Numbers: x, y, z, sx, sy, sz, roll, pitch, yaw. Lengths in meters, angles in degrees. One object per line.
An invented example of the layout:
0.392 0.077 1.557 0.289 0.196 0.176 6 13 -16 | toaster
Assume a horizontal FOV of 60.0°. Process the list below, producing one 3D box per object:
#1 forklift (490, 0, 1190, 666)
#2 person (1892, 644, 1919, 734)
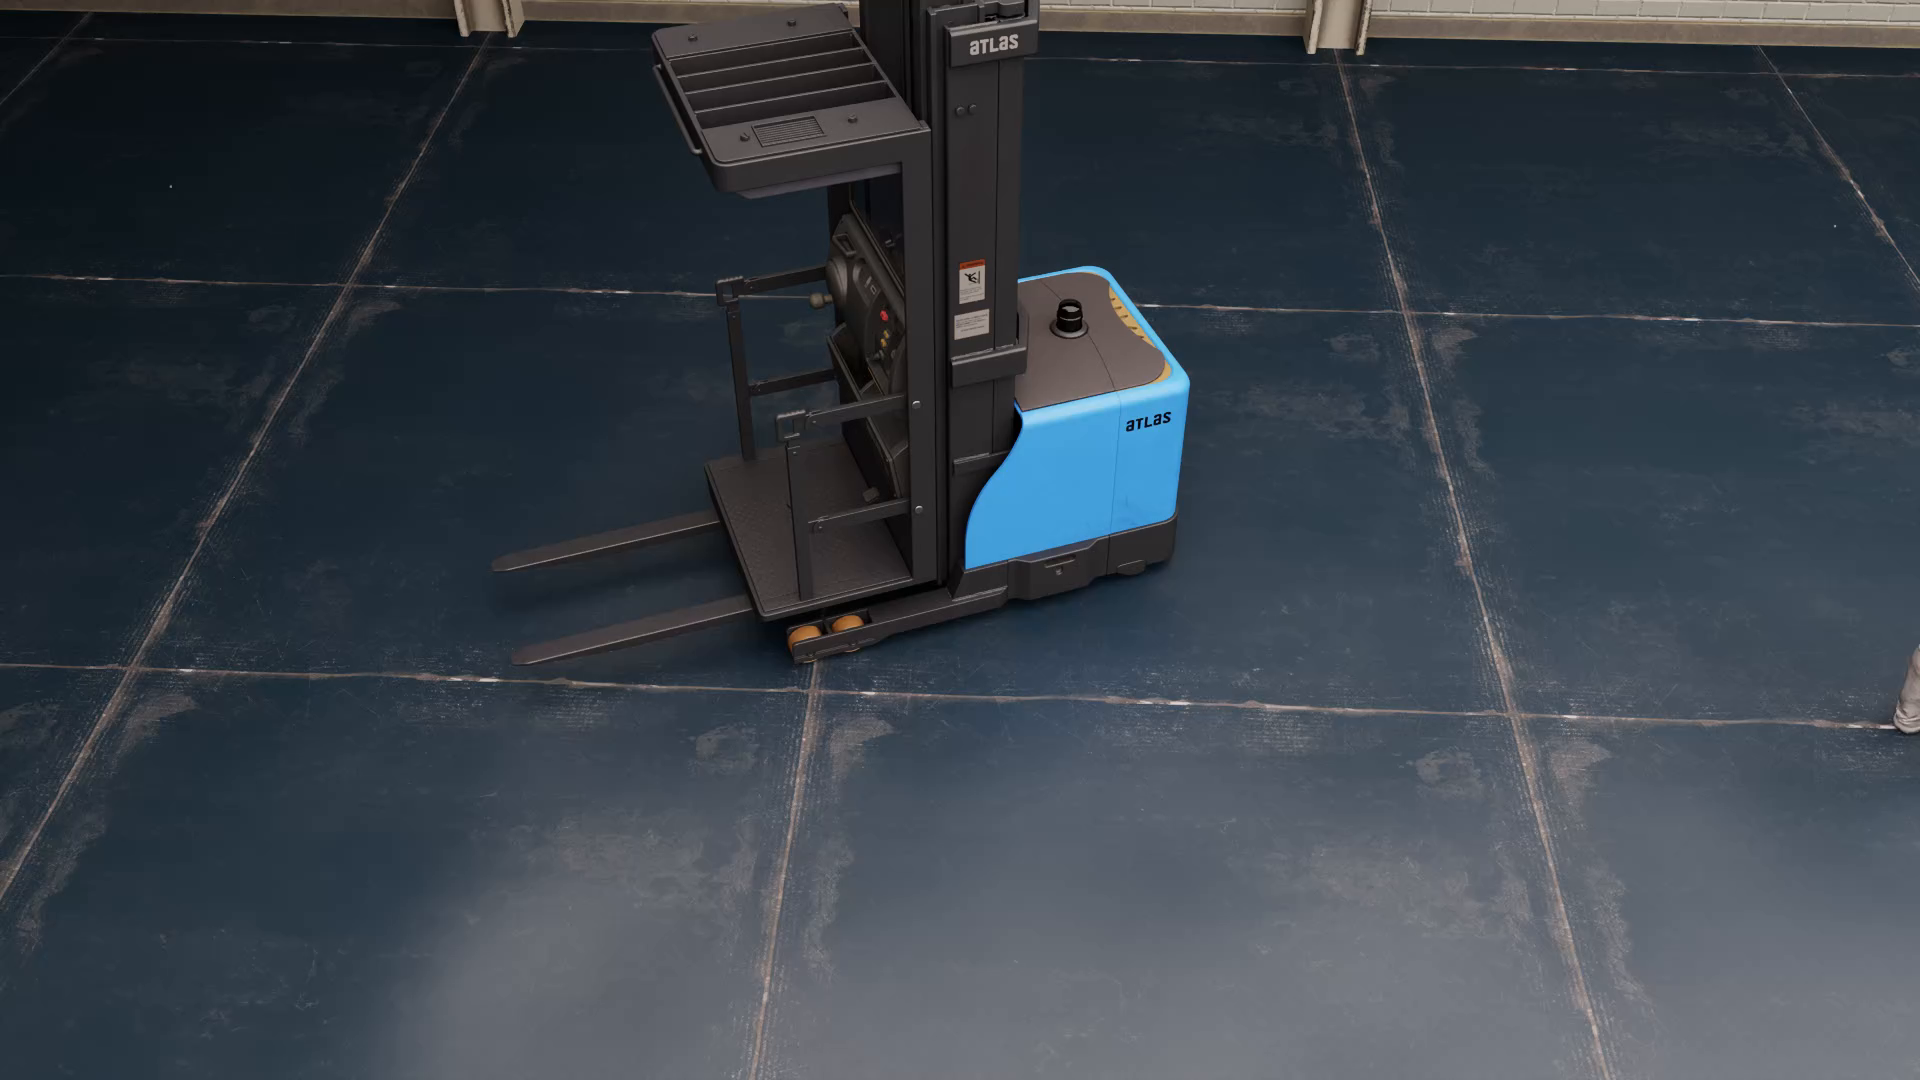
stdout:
-0.573 -0.945 6.778 3.031 2.935 1.130 -13 44 -14 | forklift
4.082 0.139 6.444 0.576 1.766 0.666 -3 42 -3 | person
